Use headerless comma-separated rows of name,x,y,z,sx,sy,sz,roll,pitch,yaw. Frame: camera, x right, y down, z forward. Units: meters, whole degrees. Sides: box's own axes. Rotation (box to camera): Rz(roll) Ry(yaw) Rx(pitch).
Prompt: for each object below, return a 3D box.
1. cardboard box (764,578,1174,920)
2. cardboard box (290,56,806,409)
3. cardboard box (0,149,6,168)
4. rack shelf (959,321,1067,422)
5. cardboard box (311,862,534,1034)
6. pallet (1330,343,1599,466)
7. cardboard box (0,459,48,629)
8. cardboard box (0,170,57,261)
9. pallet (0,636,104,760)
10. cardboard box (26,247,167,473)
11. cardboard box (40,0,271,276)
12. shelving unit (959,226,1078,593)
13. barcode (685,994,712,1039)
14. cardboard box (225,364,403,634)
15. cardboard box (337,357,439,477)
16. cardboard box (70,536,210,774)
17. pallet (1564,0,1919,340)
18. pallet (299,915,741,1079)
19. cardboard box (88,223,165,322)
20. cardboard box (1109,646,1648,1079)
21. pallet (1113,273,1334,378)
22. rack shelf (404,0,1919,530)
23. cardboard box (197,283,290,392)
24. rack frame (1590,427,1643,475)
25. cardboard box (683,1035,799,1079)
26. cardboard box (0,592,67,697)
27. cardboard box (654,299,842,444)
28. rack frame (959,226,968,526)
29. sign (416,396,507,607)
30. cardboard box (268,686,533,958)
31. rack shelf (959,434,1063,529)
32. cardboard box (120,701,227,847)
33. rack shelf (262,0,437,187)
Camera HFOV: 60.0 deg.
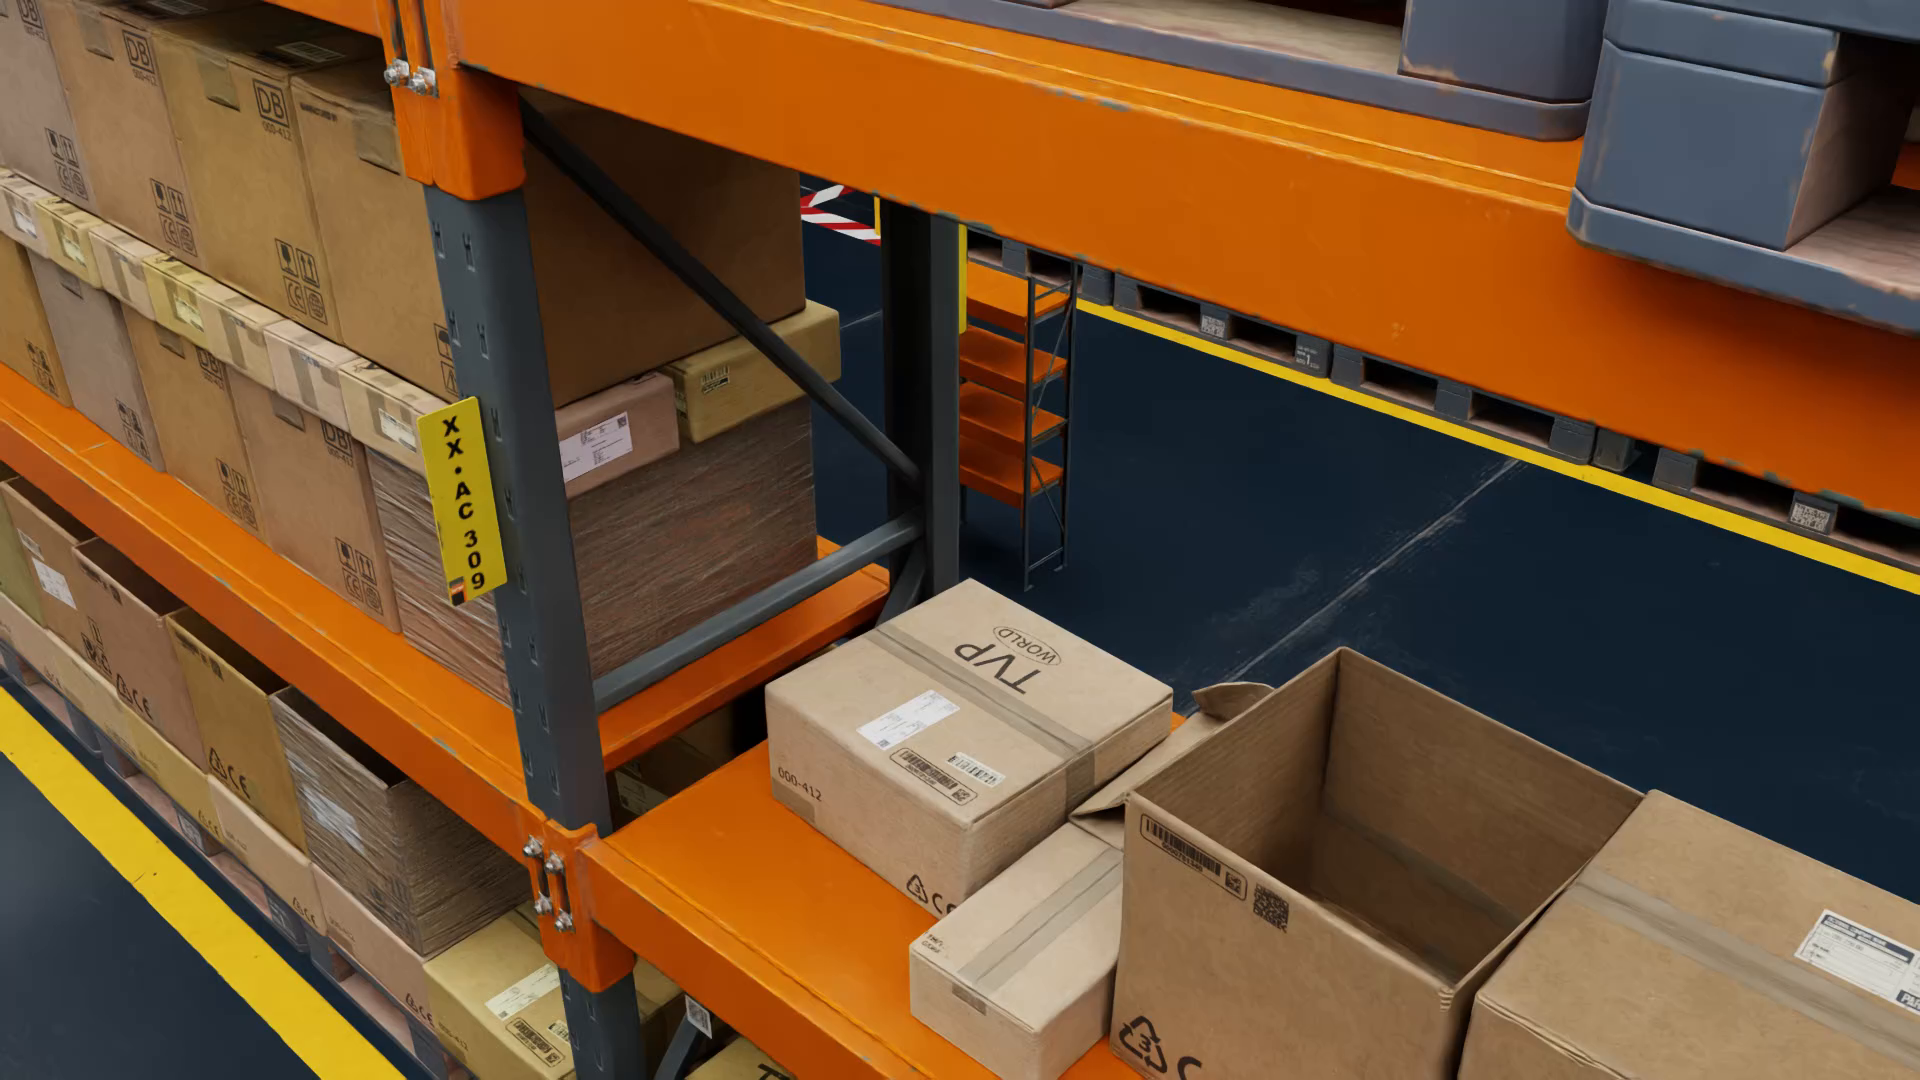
cardboard box,0.015,0.355,2.897,0.500,0.250,0.500,-27,40,-37
cardboard box,-0.713,-0.613,3.004,0.500,0.500,0.700,25,39,35
cardboard box,-2.201,-1.307,4.158,0.500,0.500,0.700,25,39,35
rack shelf,0.123,-0.591,5.765,0.480,0.148,0.258,25,39,35
cardboard box,-1.234,0.882,4.136,0.500,0.250,0.500,25,39,35
pallet,2.420,-0.783,7.345,1.213,0.211,1.003,25,39,35
cardboard box,-2.725,-0.127,5.085,0.500,0.500,0.500,25,39,35
cardboard box,-2.060,-0.817,3.974,0.250,0.149,0.380,25,39,36
pallet,-2.750,0.196,5.719,1.213,0.211,1.003,25,39,35
cardboard box,-1.858,-0.589,4.223,0.500,0.500,0.700,26,40,36
cardboard box,-1.459,-0.961,3.583,0.500,0.500,0.700,25,39,35
shelving unit,0.123,-0.457,5.845,0.503,1.200,0.258,25,39,35
barcode,-0.470,0.856,2.986,0.075,0.075,0.001,25,39,35
cardboard box,-1.108,-0.237,3.638,0.500,0.500,0.700,25,39,35
cardboard box,-0.907,-0.282,3.084,0.250,0.149,0.380,24,39,34
cardboard box,-1.987,0.220,4.507,0.500,0.500,0.500,25,39,35
pallet,1.192,-0.269,1.064,1.213,0.211,1.003,27,40,37
pallet,-0.941,1.041,4.317,1.213,0.211,1.003,25,39,35
cardboard box,-1.665,-0.636,3.672,0.250,0.149,0.380,26,40,36
cardboard box,0.569,0.549,2.333,0.500,0.500,0.500,-26,40,-36
pallet,1.511,-1.205,8.047,1.213,0.211,1.003,25,39,35
rack shelf,1.103,-0.148,1.376,4.000,0.370,1.077,25,39,35
cardboard box,-1.298,-0.462,3.384,0.250,0.149,0.380,25,39,35
rack frame,2.942,-1.758,6.263,0.127,3.000,1.000,25,39,35
cardboard box,-0.240,1.133,3.174,0.500,0.311,0.500,25,39,35
cardboard box,-2.724,0.193,5.280,0.500,0.250,0.500,25,39,35
cardboard box,-0.449,-0.351,3.198,0.250,0.149,0.380,25,39,35
rack frame,-0.058,-0.541,5.986,0.015,1.200,0.240,25,39,35
sign,-0.751,-0.055,2.517,0.005,0.325,0.100,25,39,35
cardboard box,-1.233,0.560,3.944,0.500,0.500,0.500,25,39,35
rack shelf,0.123,-0.229,5.982,0.480,0.148,0.258,25,39,35
cardboard box,-1.986,0.541,4.701,0.500,0.250,0.500,25,39,35
rack shelf,-1.863,-1.532,3.675,4.000,0.370,1.077,25,39,35
